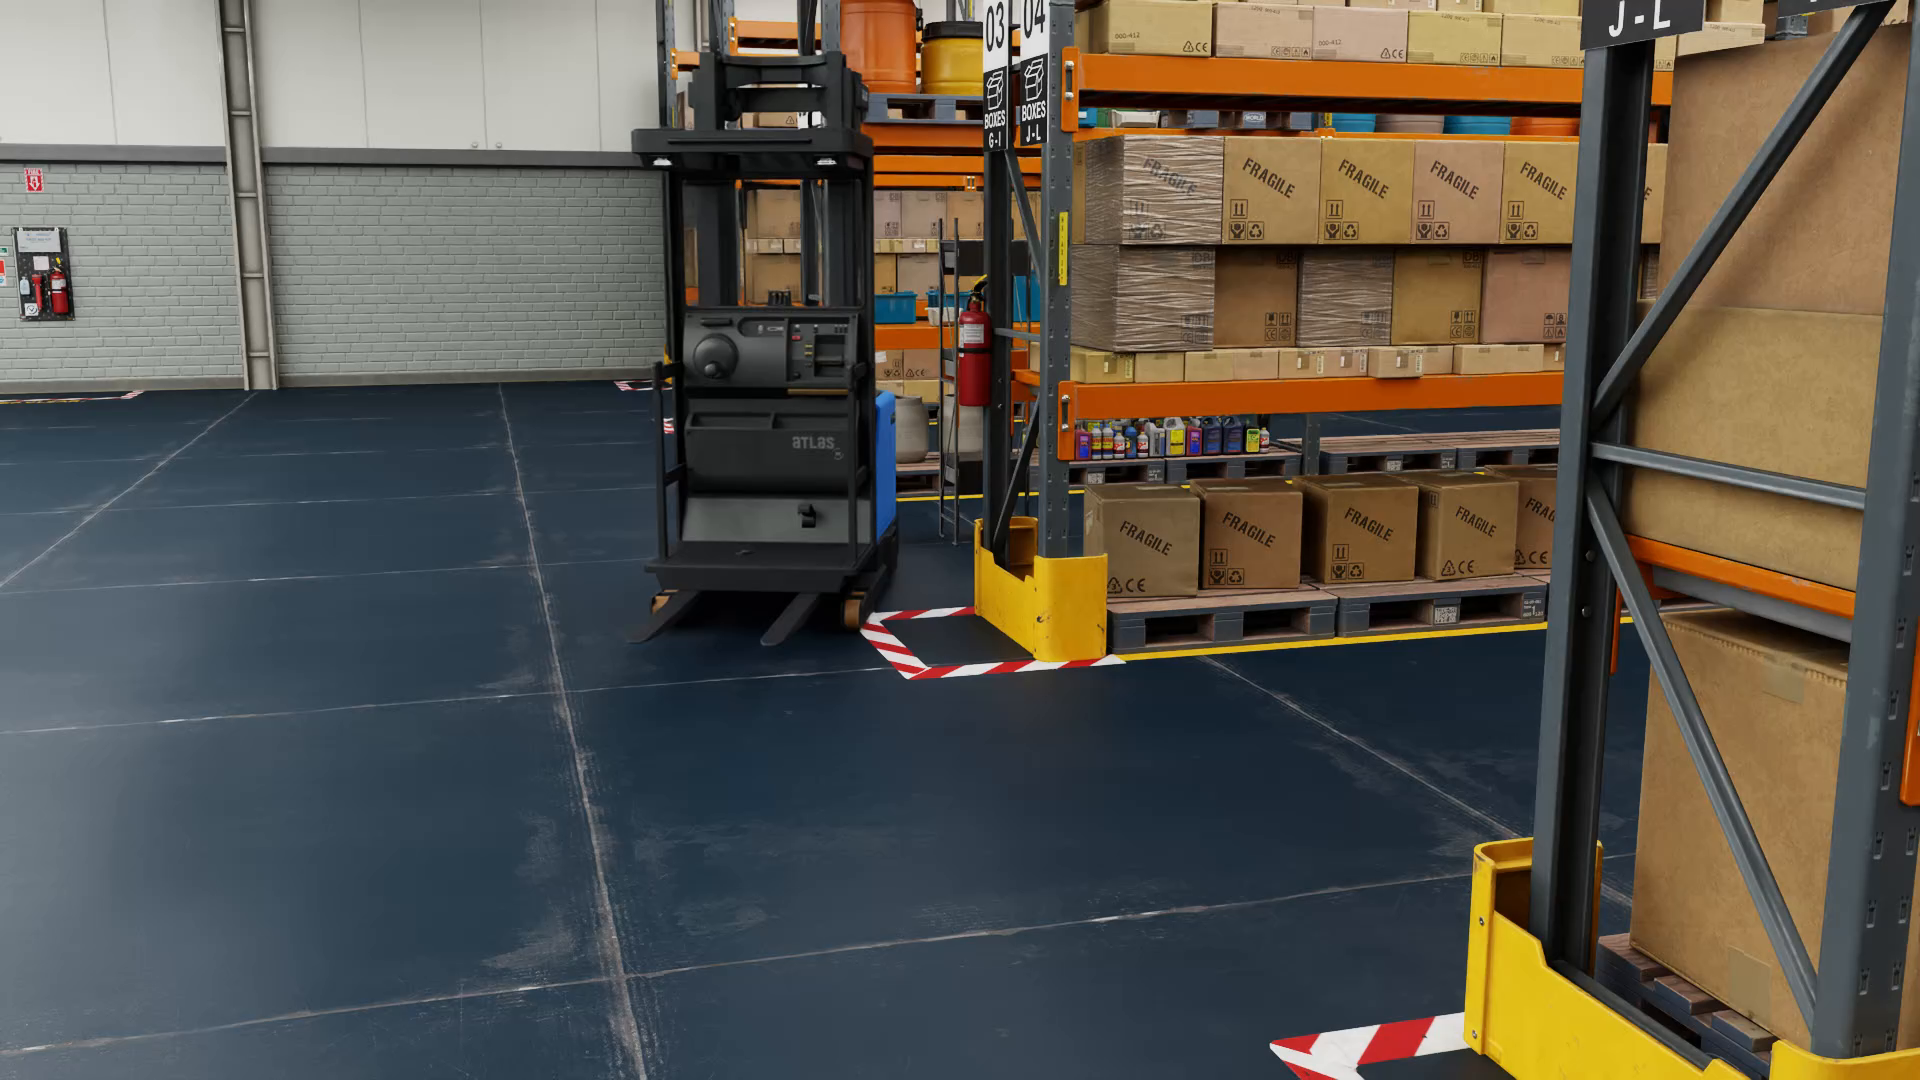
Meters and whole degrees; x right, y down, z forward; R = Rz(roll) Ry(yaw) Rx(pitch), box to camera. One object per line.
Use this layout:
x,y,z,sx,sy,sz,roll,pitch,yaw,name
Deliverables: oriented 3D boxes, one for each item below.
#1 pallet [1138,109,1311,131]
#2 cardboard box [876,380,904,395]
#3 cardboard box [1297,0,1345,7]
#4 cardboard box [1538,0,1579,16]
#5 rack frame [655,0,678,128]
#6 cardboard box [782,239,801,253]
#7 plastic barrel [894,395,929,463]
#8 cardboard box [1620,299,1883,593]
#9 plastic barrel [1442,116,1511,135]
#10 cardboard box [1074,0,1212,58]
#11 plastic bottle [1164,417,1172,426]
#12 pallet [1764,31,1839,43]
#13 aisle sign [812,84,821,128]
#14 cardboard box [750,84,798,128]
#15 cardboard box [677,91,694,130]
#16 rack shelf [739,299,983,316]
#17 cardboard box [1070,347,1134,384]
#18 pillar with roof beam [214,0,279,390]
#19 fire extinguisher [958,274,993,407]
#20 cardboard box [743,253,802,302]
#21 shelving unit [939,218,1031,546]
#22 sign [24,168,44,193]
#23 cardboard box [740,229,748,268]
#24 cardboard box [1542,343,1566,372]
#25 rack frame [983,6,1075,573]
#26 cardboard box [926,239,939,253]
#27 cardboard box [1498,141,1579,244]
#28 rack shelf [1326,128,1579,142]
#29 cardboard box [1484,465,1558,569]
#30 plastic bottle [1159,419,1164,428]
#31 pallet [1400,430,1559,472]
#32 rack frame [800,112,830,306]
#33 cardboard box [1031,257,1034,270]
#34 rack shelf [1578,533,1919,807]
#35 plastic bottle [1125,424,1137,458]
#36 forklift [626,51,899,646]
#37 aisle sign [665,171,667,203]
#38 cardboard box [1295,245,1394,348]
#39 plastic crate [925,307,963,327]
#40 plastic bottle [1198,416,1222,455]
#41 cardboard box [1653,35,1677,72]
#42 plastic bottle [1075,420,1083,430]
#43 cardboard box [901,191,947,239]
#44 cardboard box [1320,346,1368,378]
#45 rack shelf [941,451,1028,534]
2.108,-3.389,13.410,1.003,0.211,1.213,-3,11,-16,pallet
-0.911,-1.613,17.960,0.500,0.250,0.500,-3,11,-16,cardboard box
1.647,-2.612,7.978,0.250,0.149,0.380,-3,11,-16,cardboard box
2.902,-2.686,8.382,0.250,0.149,0.380,-3,11,-14,cardboard box
-3.836,-6.531,21.667,0.127,3.000,1.000,-3,11,-16,rack frame
-1.758,-3.084,17.446,0.250,0.149,0.380,-3,11,-17,cardboard box
-0.456,-0.888,13.296,0.421,0.512,0.421,0,10,0,plastic barrel
1.951,-0.230,3.598,0.550,0.550,0.875,-3,11,-16,cardboard box
4.457,-3.912,14.342,0.708,0.901,0.600,-3,11,-16,plastic barrel
0.852,-2.378,7.809,0.500,0.250,0.500,-3,11,-14,cardboard box
1.777,-0.938,14.178,0.097,0.271,0.097,0,10,0,plastic bottle
4.781,-2.595,9.093,1.003,0.211,1.213,-3,11,-16,pallet
-1.054,-3.082,12.324,0.004,0.787,0.394,-3,11,-16,aisle sign
-1.895,-4.549,17.356,0.637,0.503,0.797,-2,11,-12,cardboard box
-3.398,-5.584,21.714,0.500,0.500,0.500,-4,11,-20,cardboard box
-0.527,-2.467,18.149,4.000,0.370,1.077,-3,11,-16,rack shelf
0.658,-0.847,8.054,0.250,0.149,0.380,-3,11,-16,cardboard box
-7.963,-5.665,16.962,0.400,9.000,9.100,-3,11,-16,pillar with roof beam
0.079,-1.033,8.589,0.183,0.674,0.296,-3,11,-16,fire extinguisher
-1.996,-2.790,17.641,0.500,0.500,0.700,-3,11,-16,cardboard box
0.159,-1.041,10.902,0.503,2.100,0.431,-3,11,-16,shelving unit
-11.585,-4.501,20.809,0.199,0.298,0.001,-3,11,-16,sign
-2.816,-3.881,22.128,0.500,0.500,0.500,-3,11,-16,cardboard box
3.049,-0.979,8.774,0.250,0.149,0.380,-3,11,-16,cardboard box
0.318,-0.997,8.178,0.127,3.000,1.000,-3,11,-16,rack frame
-0.282,-3.161,17.865,0.250,0.149,0.380,-3,11,-14,cardboard box
2.843,-1.766,8.493,0.500,0.500,0.500,-3,11,-16,cardboard box
4.694,-3.283,14.298,4.000,0.370,1.077,-3,11,-16,rack shelf
3.215,-0.133,9.230,0.500,0.500,0.500,0,10,2,cardboard box
1.688,-0.849,13.660,0.133,0.283,0.061,-3,11,-16,plastic bottle
4.691,-0.798,14.799,1.213,0.211,1.003,-3,11,-16,pallet
-1.067,-1.858,12.855,0.127,3.000,1.000,-3,11,-16,rack frame
0.464,-2.920,18.345,0.500,0.500,0.700,-3,11,-17,cardboard box
3.527,0.123,4.082,4.000,0.370,1.077,-3,11,-16,rack shelf
1.381,-0.803,13.444,0.097,0.271,0.097,0,10,0,plastic bottle
-1.016,-1.039,8.597,1.130,2.935,3.031,1,10,5,forklift
-3.821,-4.803,21.672,0.004,0.787,0.394,-3,11,-16,aisle sign
1.792,-1.280,8.615,0.500,0.500,0.875,-3,11,-16,cardboard box
-0.118,-1.718,12.821,0.250,0.136,0.298,-3,11,-16,plastic crate
2.052,-0.882,13.653,0.185,0.351,0.144,-4,11,-19,plastic bottle
3.289,-2.508,8.514,0.500,0.250,0.500,-3,11,-15,cardboard box
0.957,-0.919,14.063,0.135,0.276,0.152,-3,11,-18,plastic bottle
-0.477,-3.509,17.965,0.500,0.500,0.700,-3,11,-16,cardboard box
1.856,-0.911,8.404,0.250,0.149,0.380,-3,11,-16,cardboard box
0.159,-0.339,11.031,0.480,0.518,0.431,-3,11,-16,rack shelf
